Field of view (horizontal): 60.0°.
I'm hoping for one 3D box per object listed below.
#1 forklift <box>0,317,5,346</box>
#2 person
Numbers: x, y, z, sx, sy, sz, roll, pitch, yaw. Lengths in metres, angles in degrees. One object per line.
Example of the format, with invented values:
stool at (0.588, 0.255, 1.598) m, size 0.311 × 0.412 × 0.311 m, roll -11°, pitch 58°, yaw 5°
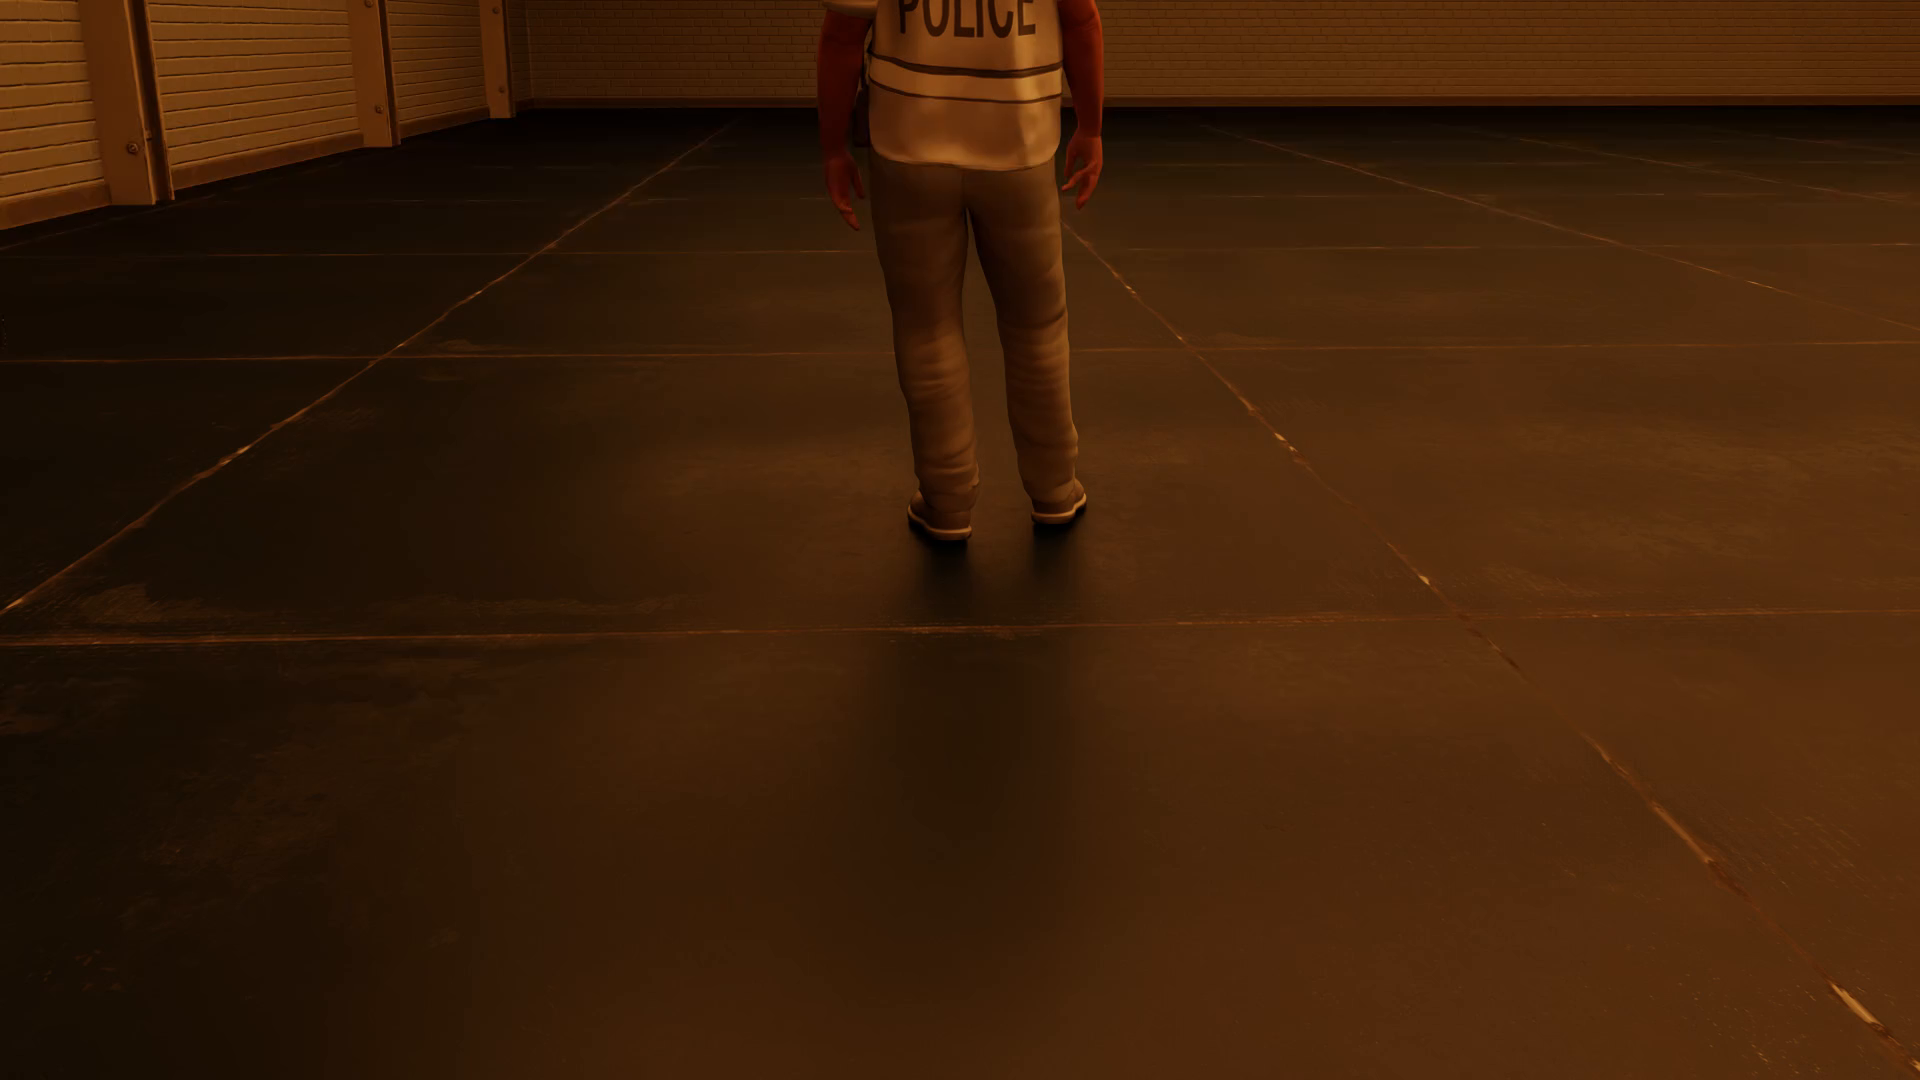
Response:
forklift at (-4.975, -2.091, 5.742) m, size 3.031 × 2.935 × 1.130 m, roll 8°, pitch 19°, yaw 24°
person at (0.007, -0.883, 3.730) m, size 0.641 × 1.780 × 0.574 m, roll -1°, pitch 17°, yaw -3°
